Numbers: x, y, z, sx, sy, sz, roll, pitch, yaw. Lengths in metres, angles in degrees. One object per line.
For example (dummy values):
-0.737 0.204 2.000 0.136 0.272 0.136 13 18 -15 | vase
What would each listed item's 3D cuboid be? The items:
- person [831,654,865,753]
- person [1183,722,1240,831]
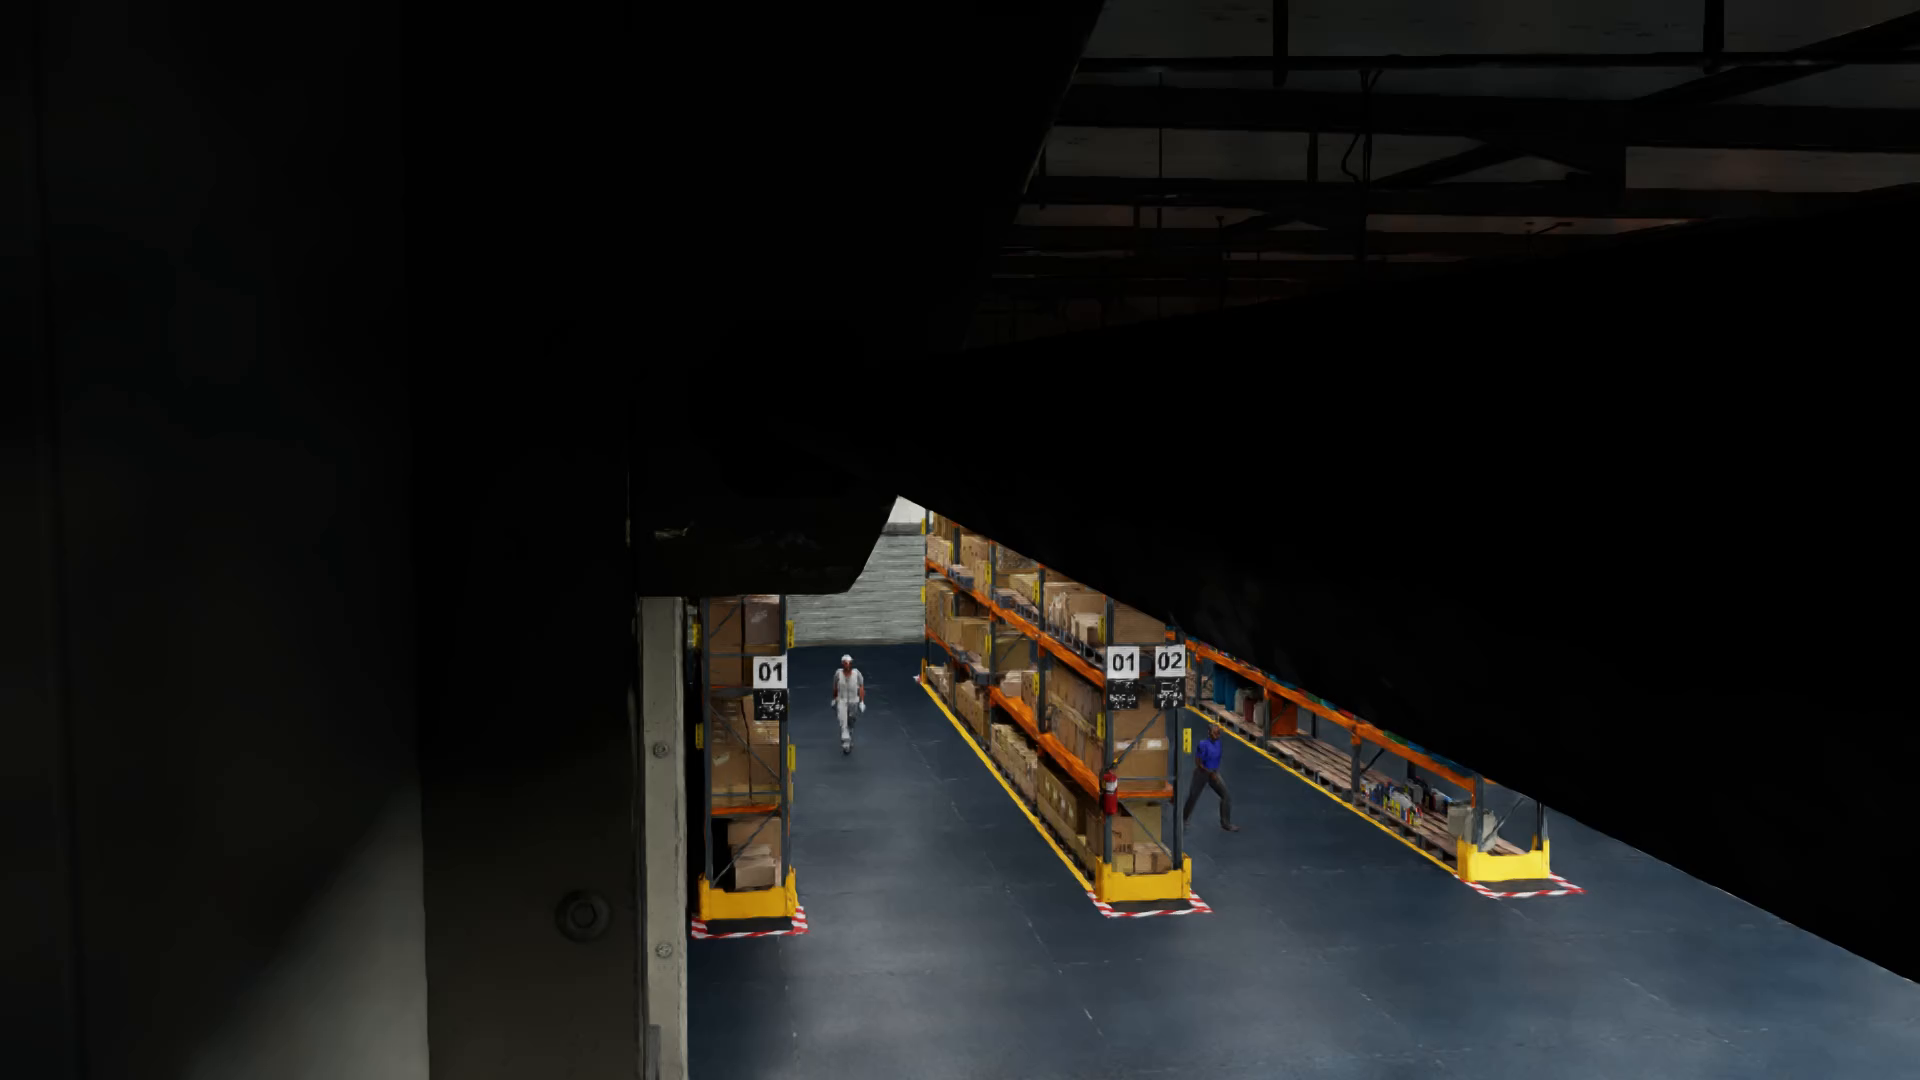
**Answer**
-1.974 2.872 29.473 0.567 1.736 1.044 -1 5 -10 | person
3.610 3.462 24.138 0.617 1.476 0.812 -3 6 -28 | person
